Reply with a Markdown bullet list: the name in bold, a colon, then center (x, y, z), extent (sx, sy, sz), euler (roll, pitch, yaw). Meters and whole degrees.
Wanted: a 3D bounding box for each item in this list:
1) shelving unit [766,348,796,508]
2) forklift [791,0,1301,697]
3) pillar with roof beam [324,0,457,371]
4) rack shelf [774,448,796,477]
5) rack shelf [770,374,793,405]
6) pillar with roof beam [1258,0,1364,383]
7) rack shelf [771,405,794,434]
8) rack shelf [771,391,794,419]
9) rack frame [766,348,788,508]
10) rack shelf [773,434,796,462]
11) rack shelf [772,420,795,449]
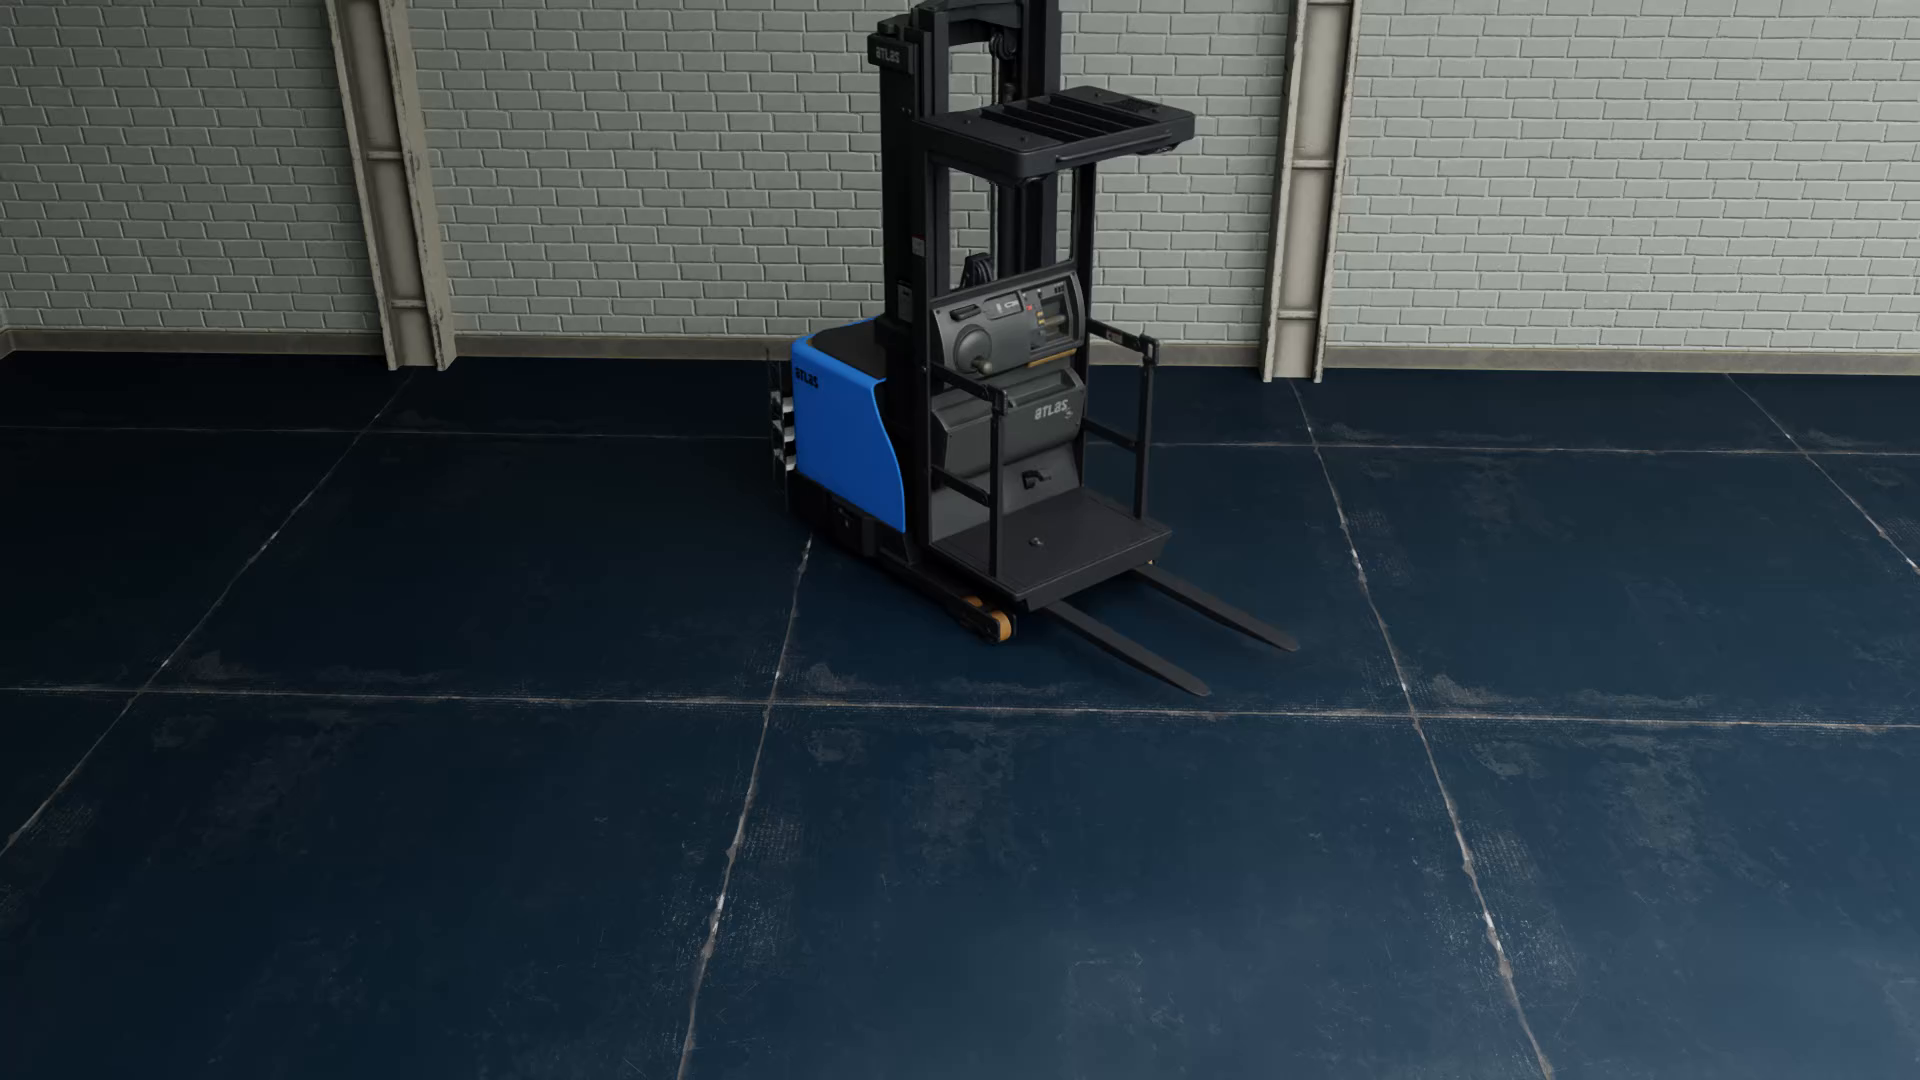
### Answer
- **shelving unit**: center (-0.949, -0.653, 9.520), extent (0.210, 0.900, 0.258), euler (-12, 30, -21)
- **forklift**: center (0.387, -1.043, 8.088), extent (1.130, 2.935, 3.031), euler (-21, 34, -34)
- **pillar with roof beam**: center (-3.892, -3.201, 5.680), extent (0.400, 9.000, 9.100), euler (1, 28, 2)
- **rack shelf**: center (-0.950, -0.465, 9.621), extent (0.200, 0.077, 0.258), euler (-12, 30, -21)
- **rack shelf**: center (-0.949, -0.862, 9.409), extent (0.200, 0.077, 0.258), euler (-12, 30, -21)
- **pillar with roof beam**: center (2.105, -3.102, 5.493), extent (0.400, 9.000, 9.100), euler (1, 28, 2)
- **rack shelf**: center (-0.949, -0.703, 9.494), extent (0.200, 0.077, 0.258), euler (-12, 30, -21)
- **rack shelf**: center (-0.949, -0.782, 9.452), extent (0.200, 0.077, 0.258), euler (-12, 30, -21)
- **rack frame**: center (-1.043, -0.634, 9.485), extent (0.006, 0.900, 0.240), euler (-12, 30, -21)
- **rack shelf**: center (-0.949, -0.544, 9.578), extent (0.200, 0.077, 0.258), euler (-12, 30, -21)
- **rack shelf**: center (-0.949, -0.624, 9.536), extent (0.200, 0.077, 0.258), euler (-12, 30, -21)
